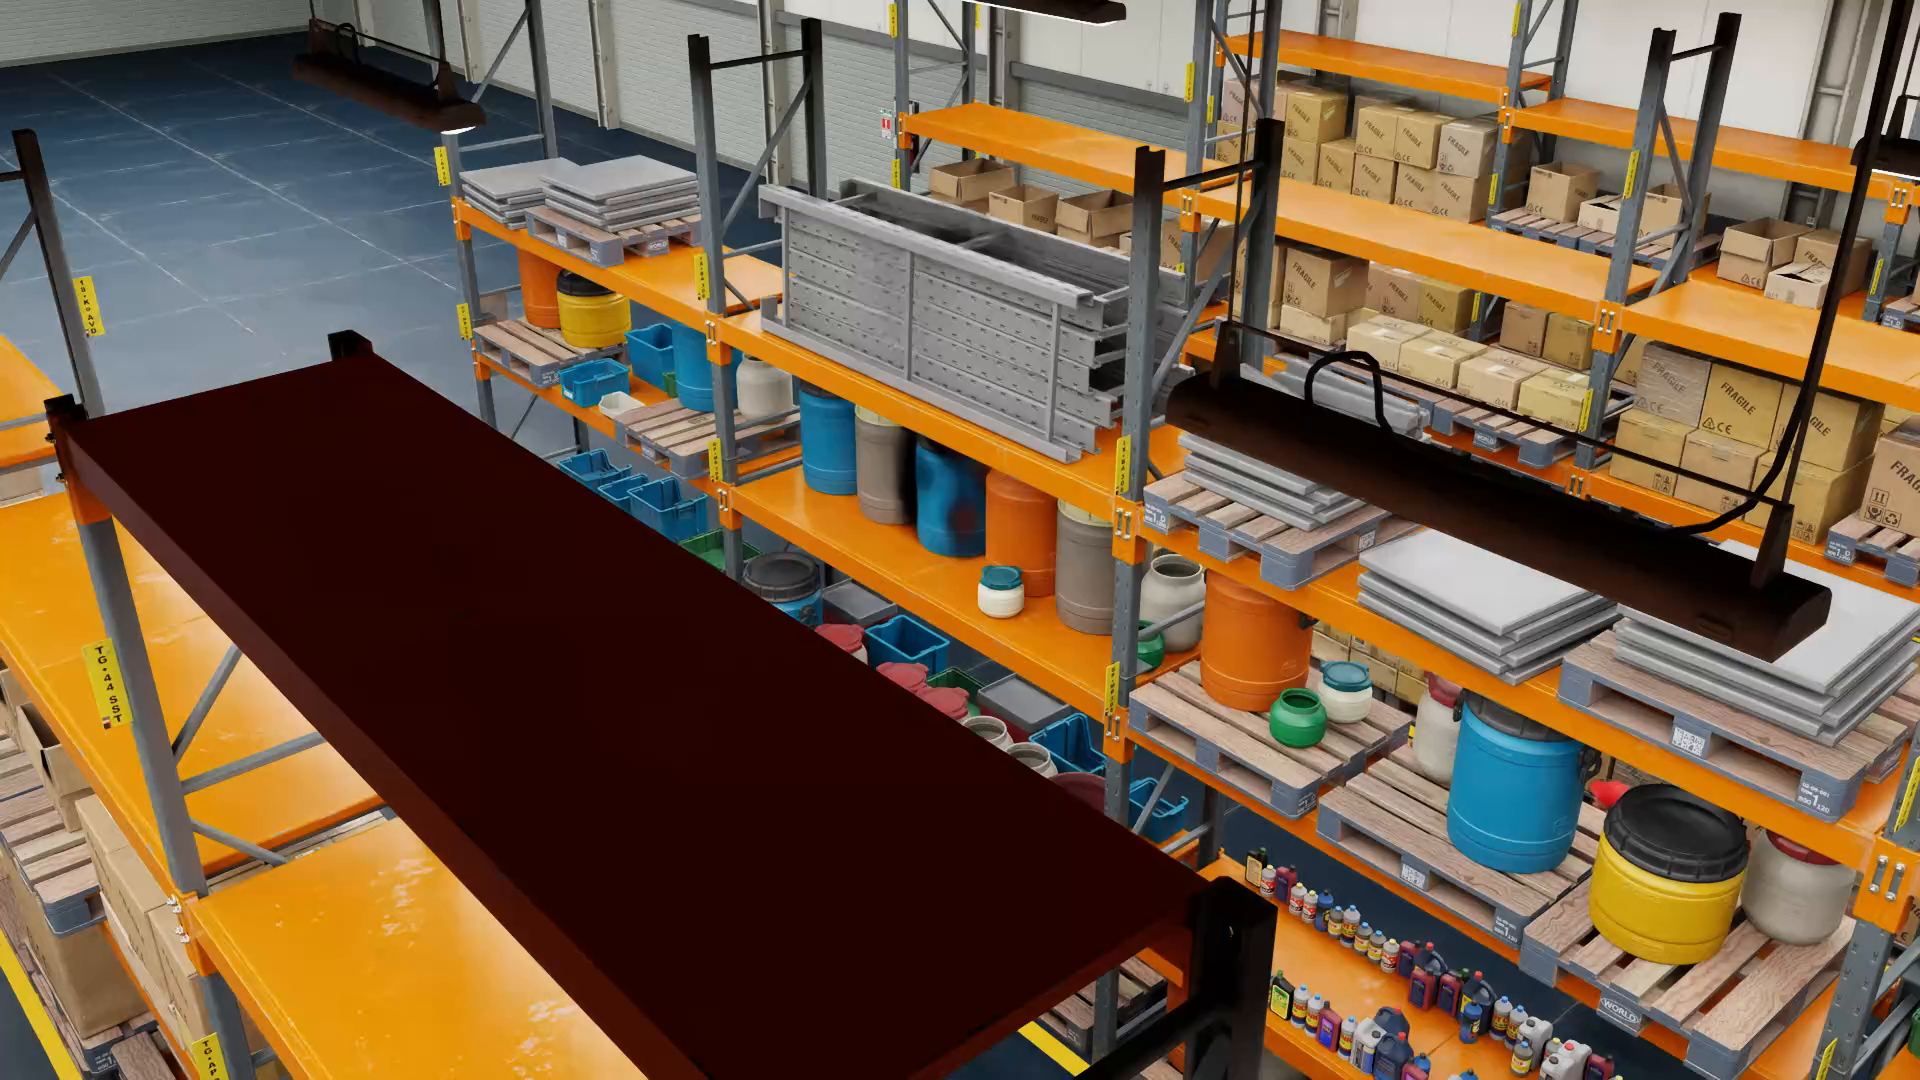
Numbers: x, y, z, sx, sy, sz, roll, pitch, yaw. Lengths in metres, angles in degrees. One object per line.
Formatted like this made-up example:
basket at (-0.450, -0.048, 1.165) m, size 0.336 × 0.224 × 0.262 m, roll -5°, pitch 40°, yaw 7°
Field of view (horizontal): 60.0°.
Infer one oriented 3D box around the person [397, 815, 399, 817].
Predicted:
person at (-3.376, 2.125, 10.888) m, size 0.643 × 1.893 × 0.805 m, roll -18°, pitch 32°, yaw -31°

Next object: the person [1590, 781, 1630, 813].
person at (4.112, 2.287, 10.840) m, size 0.703 × 1.758 × 0.646 m, roll 19°, pitch 32°, yaw 32°
